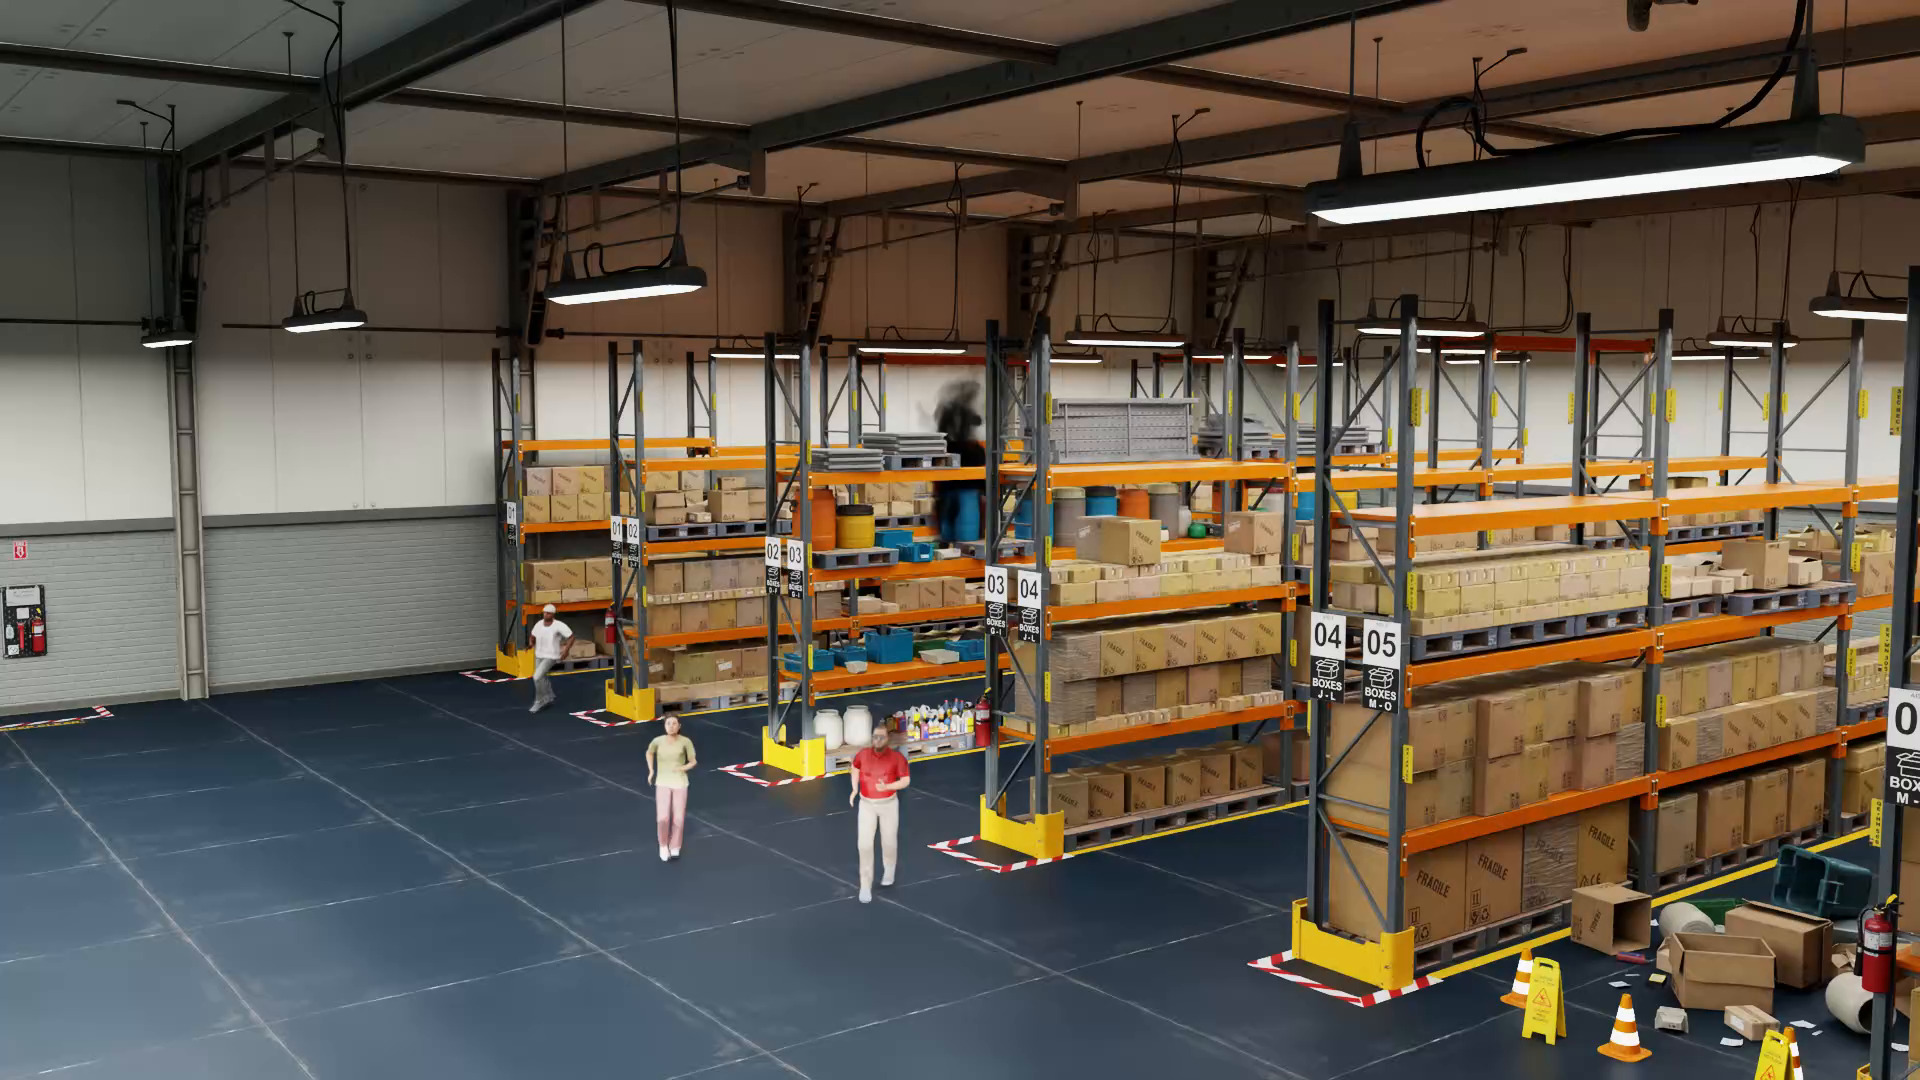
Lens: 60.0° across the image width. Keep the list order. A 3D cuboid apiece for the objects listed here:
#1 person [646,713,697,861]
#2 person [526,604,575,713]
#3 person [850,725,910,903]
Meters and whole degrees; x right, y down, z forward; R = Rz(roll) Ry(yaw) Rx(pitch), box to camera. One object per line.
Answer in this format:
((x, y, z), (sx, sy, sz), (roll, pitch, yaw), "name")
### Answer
((-3.175, 2.721, 18.314), (0.558, 1.638, 0.626), (-1, 5, -9), "person")
((-6.731, 1.927, 27.156), (0.763, 1.778, 0.682), (3, 6, 30), "person")
((-0.832, 2.802, 17.183), (0.640, 1.789, 0.809), (0, 5, 4), "person")
